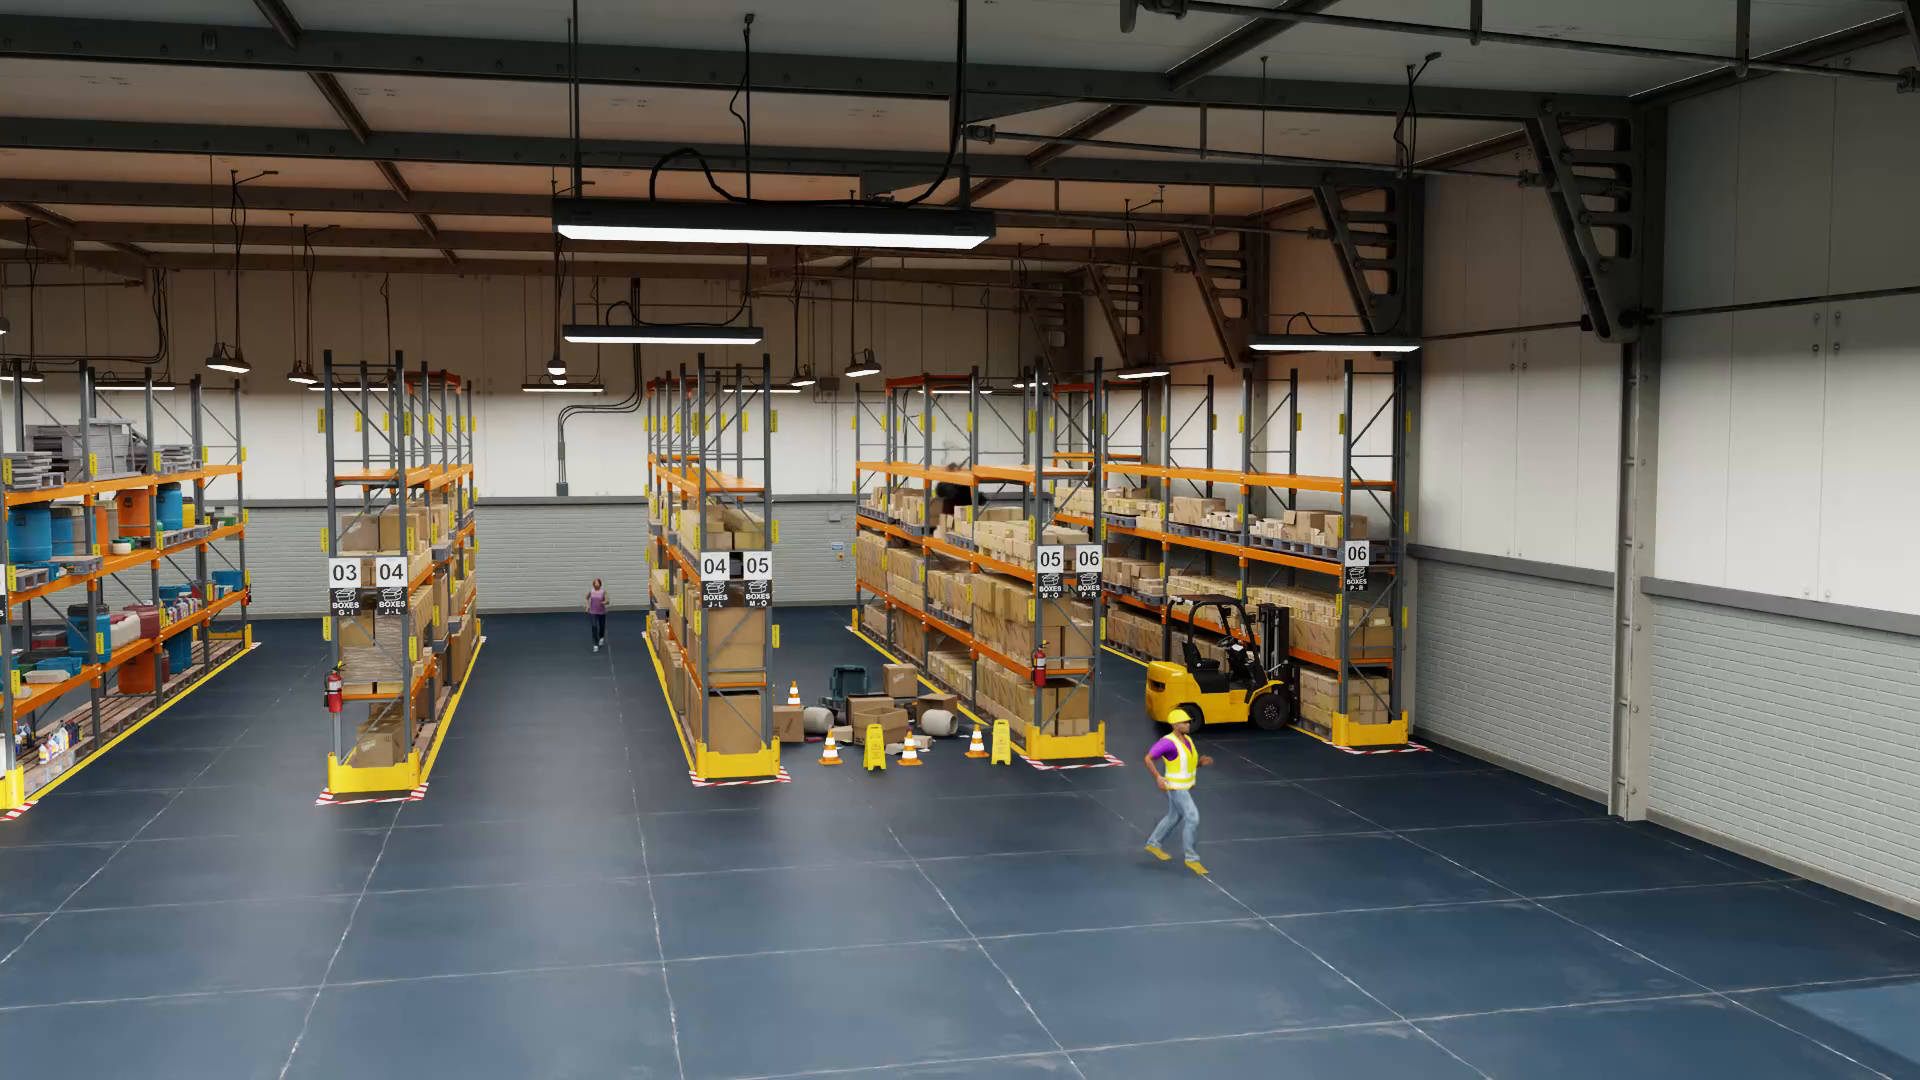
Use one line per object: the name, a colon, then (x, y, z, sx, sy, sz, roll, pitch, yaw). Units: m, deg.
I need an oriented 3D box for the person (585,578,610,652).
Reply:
person: (-8.020, 1.633, 36.769, 0.540, 1.579, 0.888, -1, 4, -12)

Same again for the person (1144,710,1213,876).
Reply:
person: (2.452, 2.810, 18.685, 0.820, 1.821, 0.677, 2, 5, 28)
